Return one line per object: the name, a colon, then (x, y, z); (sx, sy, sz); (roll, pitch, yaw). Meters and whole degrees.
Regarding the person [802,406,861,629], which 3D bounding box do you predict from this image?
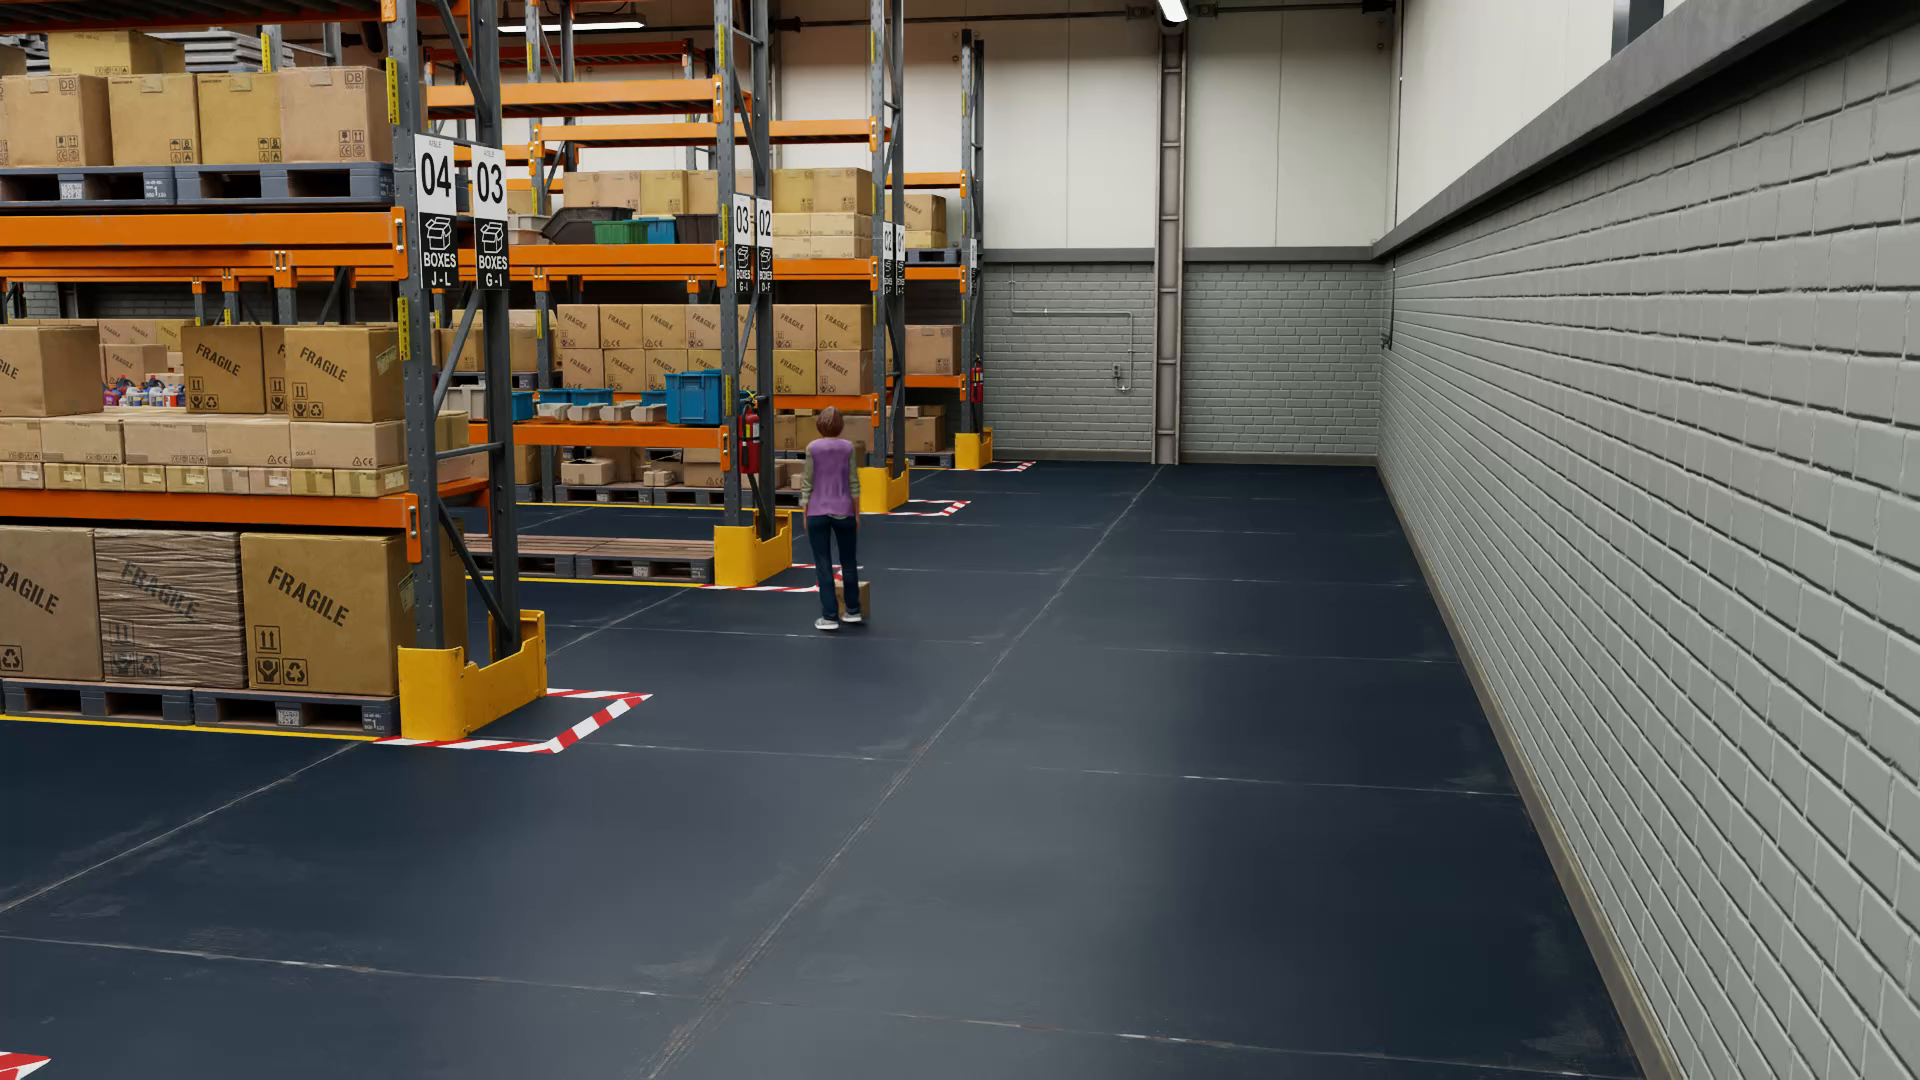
person: (-0.925, -0.165, 11.940); (0.437, 1.601, 0.522); (-2, 8, -11)
